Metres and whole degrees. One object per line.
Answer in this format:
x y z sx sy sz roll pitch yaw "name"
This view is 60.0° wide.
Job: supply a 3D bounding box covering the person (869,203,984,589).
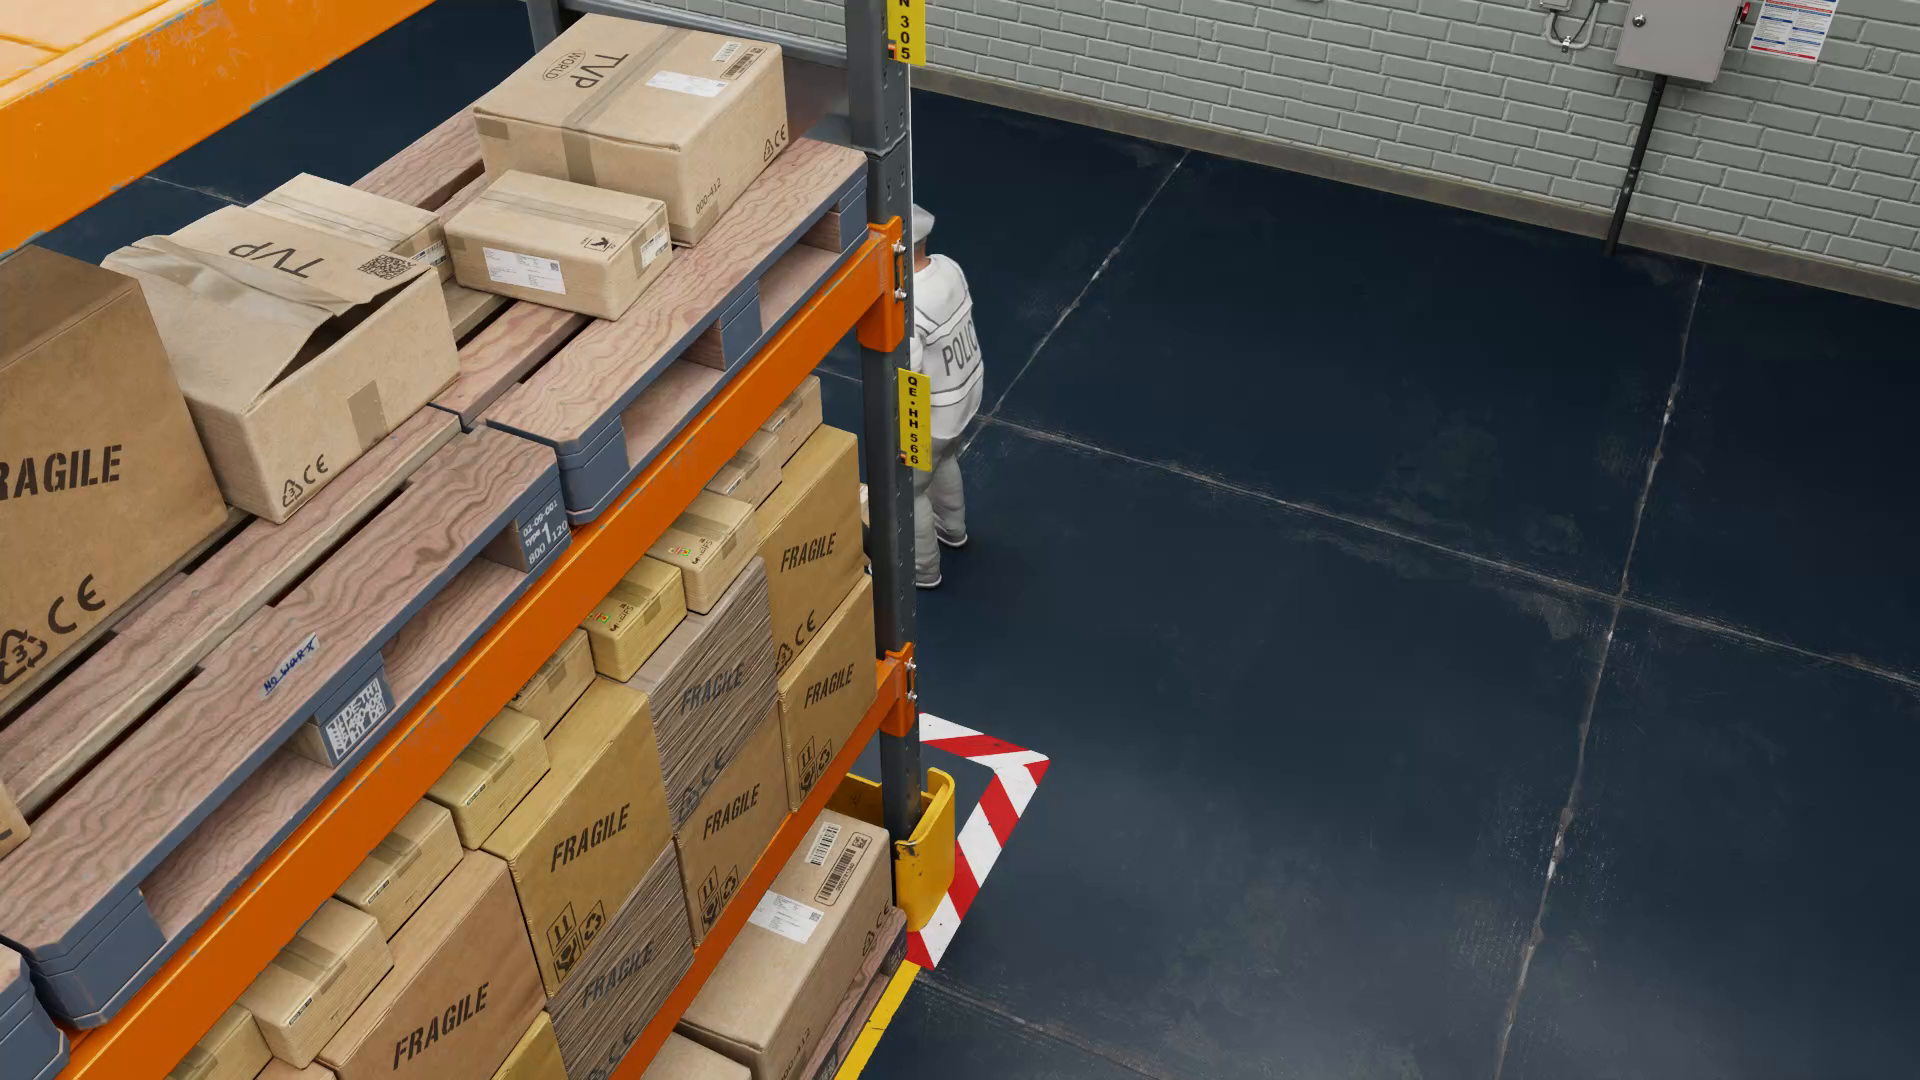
-0.143 -0.555 6.775 0.436 1.748 0.587 18 45 19 "person"
